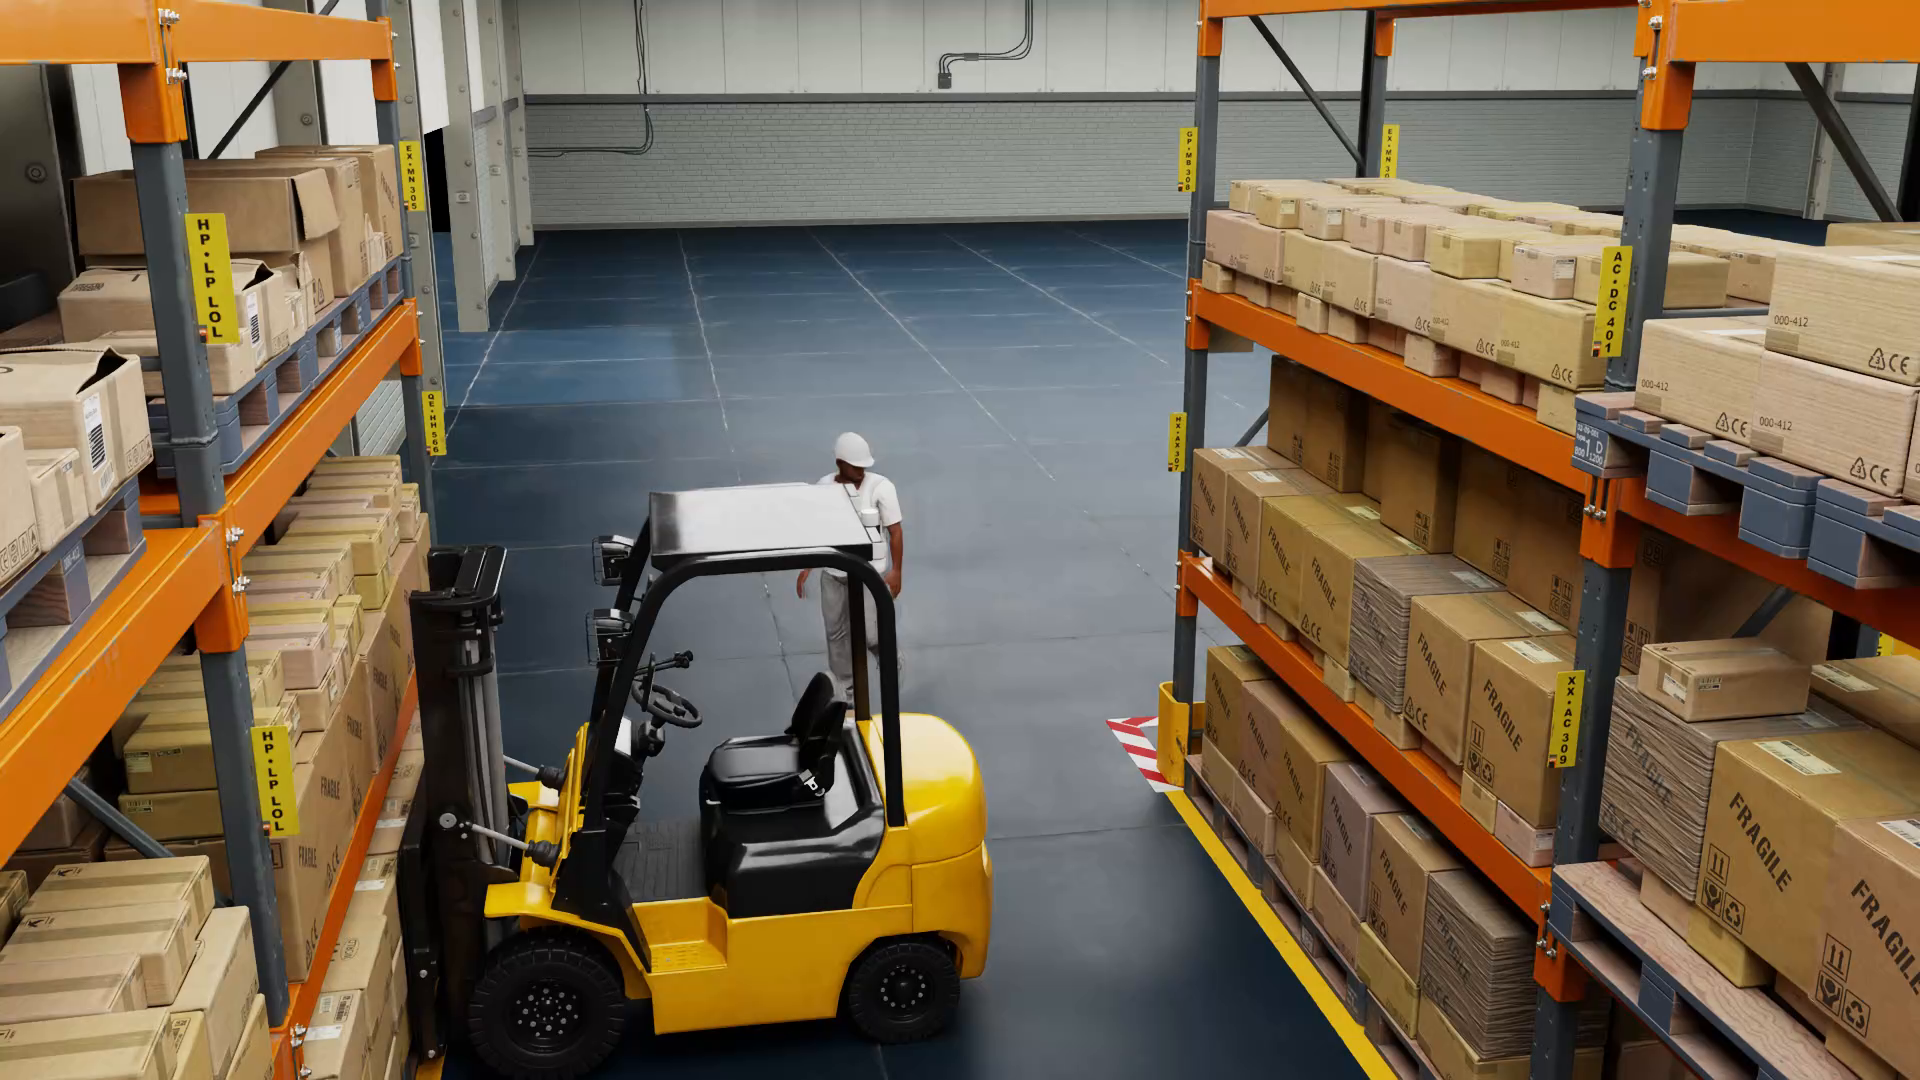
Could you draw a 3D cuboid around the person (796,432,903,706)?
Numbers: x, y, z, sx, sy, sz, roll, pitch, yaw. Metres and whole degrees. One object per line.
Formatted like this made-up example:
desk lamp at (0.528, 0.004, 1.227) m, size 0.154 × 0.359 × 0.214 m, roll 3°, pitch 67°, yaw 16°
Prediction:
person at (-0.661, 0.189, 10.266) m, size 0.631 × 1.764 × 0.543 m, roll 7°, pitch 18°, yaw 23°
